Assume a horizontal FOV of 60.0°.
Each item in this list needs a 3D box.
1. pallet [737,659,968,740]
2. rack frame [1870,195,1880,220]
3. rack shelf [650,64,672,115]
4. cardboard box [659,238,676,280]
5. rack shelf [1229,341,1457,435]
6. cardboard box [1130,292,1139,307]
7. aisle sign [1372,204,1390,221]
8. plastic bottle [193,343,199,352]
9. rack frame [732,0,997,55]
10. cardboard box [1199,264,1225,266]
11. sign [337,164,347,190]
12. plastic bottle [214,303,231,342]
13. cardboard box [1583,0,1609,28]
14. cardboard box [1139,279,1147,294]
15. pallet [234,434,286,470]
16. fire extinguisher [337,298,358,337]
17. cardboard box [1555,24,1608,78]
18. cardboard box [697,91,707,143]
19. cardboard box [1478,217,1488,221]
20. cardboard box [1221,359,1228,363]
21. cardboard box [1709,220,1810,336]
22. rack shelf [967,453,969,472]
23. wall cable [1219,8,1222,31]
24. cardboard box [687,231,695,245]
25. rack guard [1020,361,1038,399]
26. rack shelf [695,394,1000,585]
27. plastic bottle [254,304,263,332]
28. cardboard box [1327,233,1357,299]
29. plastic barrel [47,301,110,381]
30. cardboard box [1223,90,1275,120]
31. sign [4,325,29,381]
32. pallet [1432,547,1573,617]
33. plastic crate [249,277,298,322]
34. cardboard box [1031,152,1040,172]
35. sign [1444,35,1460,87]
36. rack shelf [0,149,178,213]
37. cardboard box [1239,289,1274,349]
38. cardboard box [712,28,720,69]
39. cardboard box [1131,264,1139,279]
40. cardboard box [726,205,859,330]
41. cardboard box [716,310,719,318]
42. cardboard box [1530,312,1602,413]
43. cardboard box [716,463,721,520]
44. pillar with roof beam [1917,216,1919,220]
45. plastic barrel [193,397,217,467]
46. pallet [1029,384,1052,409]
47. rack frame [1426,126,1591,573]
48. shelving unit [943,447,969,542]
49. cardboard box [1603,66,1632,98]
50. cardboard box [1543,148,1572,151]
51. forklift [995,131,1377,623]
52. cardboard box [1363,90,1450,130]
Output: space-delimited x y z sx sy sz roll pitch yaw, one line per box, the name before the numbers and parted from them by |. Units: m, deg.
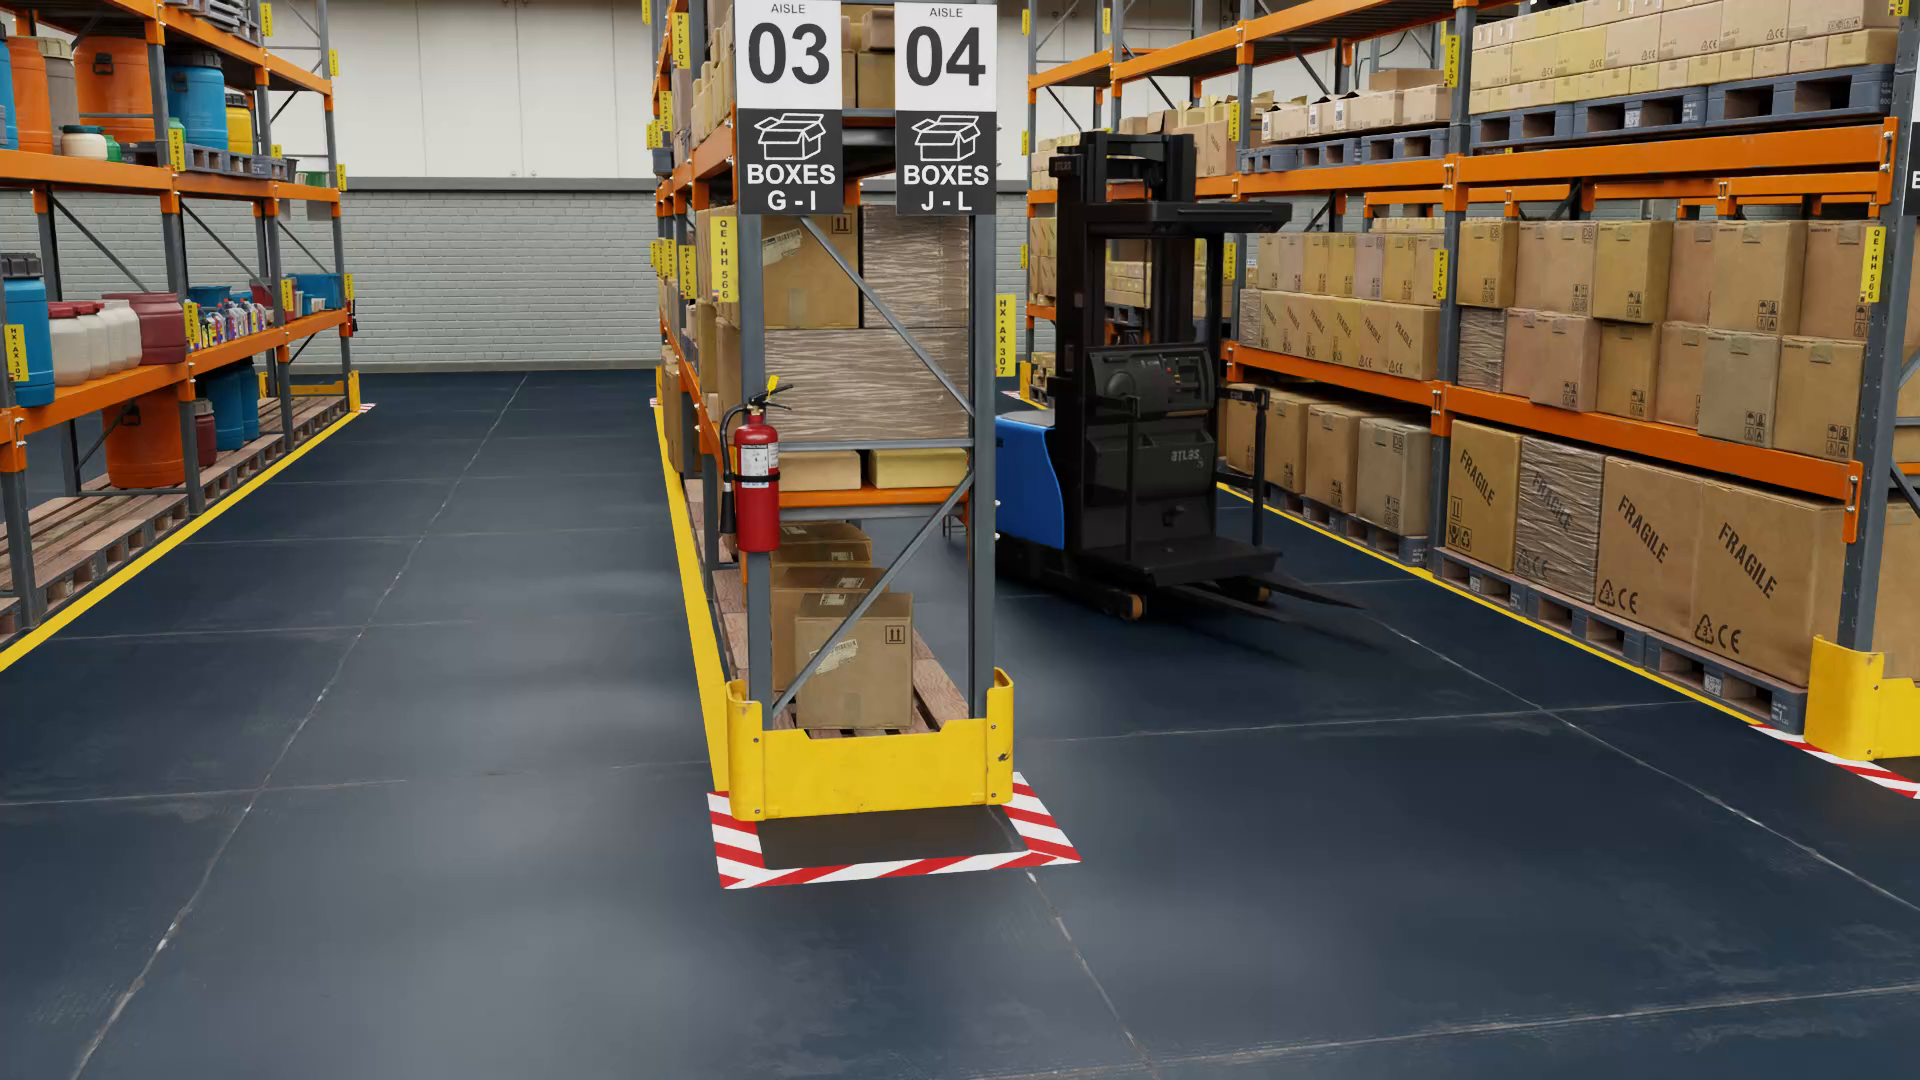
pallet | -0.497 0.832 7.758 1.003 0.211 1.213 -2 11 -11
rack frame | 11.896 -3.116 21.043 1.000 3.000 0.127 -2 11 -11
rack shelf | -3.082 -5.338 19.669 1.077 0.370 4.000 -2 11 -11
cardboard box | -3.439 -3.464 20.474 0.500 0.500 0.500 -2 11 -13
rack shelf | 3.359 -1.282 13.334 1.077 0.370 4.000 -2 11 -11
cardboard box | 2.019 -2.540 17.570 0.380 0.149 0.250 -3 11 -14
aisle sign | 5.951 -4.948 23.717 0.394 0.787 0.004 -2 11 -11
plastic bottle | -6.560 -1.756 14.212 0.061 0.283 0.133 -2 11 -11
rack frame | -0.359 -3.320 6.074 1.000 3.000 0.127 -2 11 -11
cardboard box | 2.714 -2.805 17.371 0.380 0.149 0.250 -3 11 -14
sign | -7.793 -4.573 20.956 0.100 0.325 0.005 -2 11 -11
plastic bottle | -6.838 -2.011 15.371 0.144 0.351 0.185 -2 11 -11
cardboard box | 3.734 -2.953 9.317 0.380 0.149 0.250 -2 11 -11
cardboard box | 2.077 -2.635 17.274 0.380 0.149 0.250 -2 11 -12
pallet | -7.442 -0.881 16.761 1.003 0.211 1.213 -2 11 -11
fire extinguisher | -7.913 -2.951 21.380 0.296 0.674 0.183 -2 11 -11
cardboard box | 3.766 -2.785 9.500 0.500 0.250 0.500 -2 11 -12
cardboard box | -1.107 -2.226 8.750 0.500 0.250 0.500 -3 11 -13
cardboard box | 6.672 -3.937 20.681 0.380 0.149 0.250 -2 11 -11
cardboard box | 2.788 -1.764 17.499 0.500 0.250 0.500 -3 11 -14
cardboard box | 4.294 -1.306 8.247 0.875 0.550 0.550 -2 11 -11
rack shelf | -0.010 -0.515 12.652 0.215 0.259 0.240 -2 11 -11
wall cable | 5.605 -7.675 28.953 2.355 3.000 0.029 -2 11 -11
cardboard box | -2.303 -2.759 16.221 0.797 0.503 0.637 -2 11 -9
rack guard | 1.428 -2.228 23.063 1.175 0.500 0.348 -2 11 -11
rack shelf | -0.748 -0.387 8.629 1.077 0.370 4.000 -2 11 -11
plastic bottle | -7.068 -2.235 16.730 0.061 0.283 0.133 -2 11 -11
cardboard box | 3.348 -2.179 13.183 0.700 0.500 0.500 -2 11 -12
plastic barrel | -6.193 -1.391 11.618 0.433 0.535 0.433 0 11 0
cardboard box | 2.636 -3.966 15.173 0.396 0.266 0.258 -2 11 -11
sign | -5.454 -1.081 9.611 0.100 0.325 0.005 -2 11 -11
pallet | 3.819 0.244 10.852 1.003 0.211 1.213 -2 11 -11
plastic crate | -7.479 -2.628 18.148 0.402 0.464 0.583 -2 11 -11
cardboard box | 1.246 -5.023 22.107 0.500 0.250 0.500 -2 11 -10
sign | 3.217 -3.129 10.868 0.100 0.325 0.005 -2 11 -11
rack shelf | -6.385 -2.414 11.257 1.077 0.370 4.000 -2 11 -11
cardboard box | 2.792 -1.959 14.700 0.500 0.500 0.500 -2 11 -10
cardboard box | -0.888 -2.152 7.292 0.380 0.149 0.250 -2 11 -11
cardboard box | 2.021 -2.831 17.507 0.380 0.149 0.250 -2 11 -11
cardboard box | -0.709 -1.151 6.987 0.500 0.500 0.500 -2 11 -11
cardboard box | -0.795 -0.943 8.566 0.875 0.500 0.500 -2 11 -11
cardboard box | 3.950 -1.072 9.904 0.875 0.550 0.550 -2 11 -11
cardboard box | -1.419 -0.399 12.280 0.700 0.500 0.500 -3 11 -16
pillar with roof beam | 8.422 -6.067 20.503 9.100 9.000 0.400 -2 11 -11
plastic barrel | -7.105 -0.978 15.140 0.600 0.588 0.708 -2 11 -11
pallet | 1.552 -1.935 22.300 1.003 0.211 1.213 -2 11 -11
rack frame | 3.748 -1.269 11.339 1.000 3.000 0.127 -2 11 -11
shelving unit | -0.010 -0.526 12.650 0.215 1.050 0.252 -2 11 -11
cardboard box | 3.781 -2.516 9.152 0.380 0.149 0.250 -2 11 -10
cardboard box | 6.914 -4.491 18.858 0.500 0.500 0.500 -2 11 -12
forklift | 1.328 -1.046 10.354 1.130 2.935 3.031 -6 12 -30
cardboard box | 3.292 -3.142 12.172 0.500 0.250 0.500 -2 11 -11
